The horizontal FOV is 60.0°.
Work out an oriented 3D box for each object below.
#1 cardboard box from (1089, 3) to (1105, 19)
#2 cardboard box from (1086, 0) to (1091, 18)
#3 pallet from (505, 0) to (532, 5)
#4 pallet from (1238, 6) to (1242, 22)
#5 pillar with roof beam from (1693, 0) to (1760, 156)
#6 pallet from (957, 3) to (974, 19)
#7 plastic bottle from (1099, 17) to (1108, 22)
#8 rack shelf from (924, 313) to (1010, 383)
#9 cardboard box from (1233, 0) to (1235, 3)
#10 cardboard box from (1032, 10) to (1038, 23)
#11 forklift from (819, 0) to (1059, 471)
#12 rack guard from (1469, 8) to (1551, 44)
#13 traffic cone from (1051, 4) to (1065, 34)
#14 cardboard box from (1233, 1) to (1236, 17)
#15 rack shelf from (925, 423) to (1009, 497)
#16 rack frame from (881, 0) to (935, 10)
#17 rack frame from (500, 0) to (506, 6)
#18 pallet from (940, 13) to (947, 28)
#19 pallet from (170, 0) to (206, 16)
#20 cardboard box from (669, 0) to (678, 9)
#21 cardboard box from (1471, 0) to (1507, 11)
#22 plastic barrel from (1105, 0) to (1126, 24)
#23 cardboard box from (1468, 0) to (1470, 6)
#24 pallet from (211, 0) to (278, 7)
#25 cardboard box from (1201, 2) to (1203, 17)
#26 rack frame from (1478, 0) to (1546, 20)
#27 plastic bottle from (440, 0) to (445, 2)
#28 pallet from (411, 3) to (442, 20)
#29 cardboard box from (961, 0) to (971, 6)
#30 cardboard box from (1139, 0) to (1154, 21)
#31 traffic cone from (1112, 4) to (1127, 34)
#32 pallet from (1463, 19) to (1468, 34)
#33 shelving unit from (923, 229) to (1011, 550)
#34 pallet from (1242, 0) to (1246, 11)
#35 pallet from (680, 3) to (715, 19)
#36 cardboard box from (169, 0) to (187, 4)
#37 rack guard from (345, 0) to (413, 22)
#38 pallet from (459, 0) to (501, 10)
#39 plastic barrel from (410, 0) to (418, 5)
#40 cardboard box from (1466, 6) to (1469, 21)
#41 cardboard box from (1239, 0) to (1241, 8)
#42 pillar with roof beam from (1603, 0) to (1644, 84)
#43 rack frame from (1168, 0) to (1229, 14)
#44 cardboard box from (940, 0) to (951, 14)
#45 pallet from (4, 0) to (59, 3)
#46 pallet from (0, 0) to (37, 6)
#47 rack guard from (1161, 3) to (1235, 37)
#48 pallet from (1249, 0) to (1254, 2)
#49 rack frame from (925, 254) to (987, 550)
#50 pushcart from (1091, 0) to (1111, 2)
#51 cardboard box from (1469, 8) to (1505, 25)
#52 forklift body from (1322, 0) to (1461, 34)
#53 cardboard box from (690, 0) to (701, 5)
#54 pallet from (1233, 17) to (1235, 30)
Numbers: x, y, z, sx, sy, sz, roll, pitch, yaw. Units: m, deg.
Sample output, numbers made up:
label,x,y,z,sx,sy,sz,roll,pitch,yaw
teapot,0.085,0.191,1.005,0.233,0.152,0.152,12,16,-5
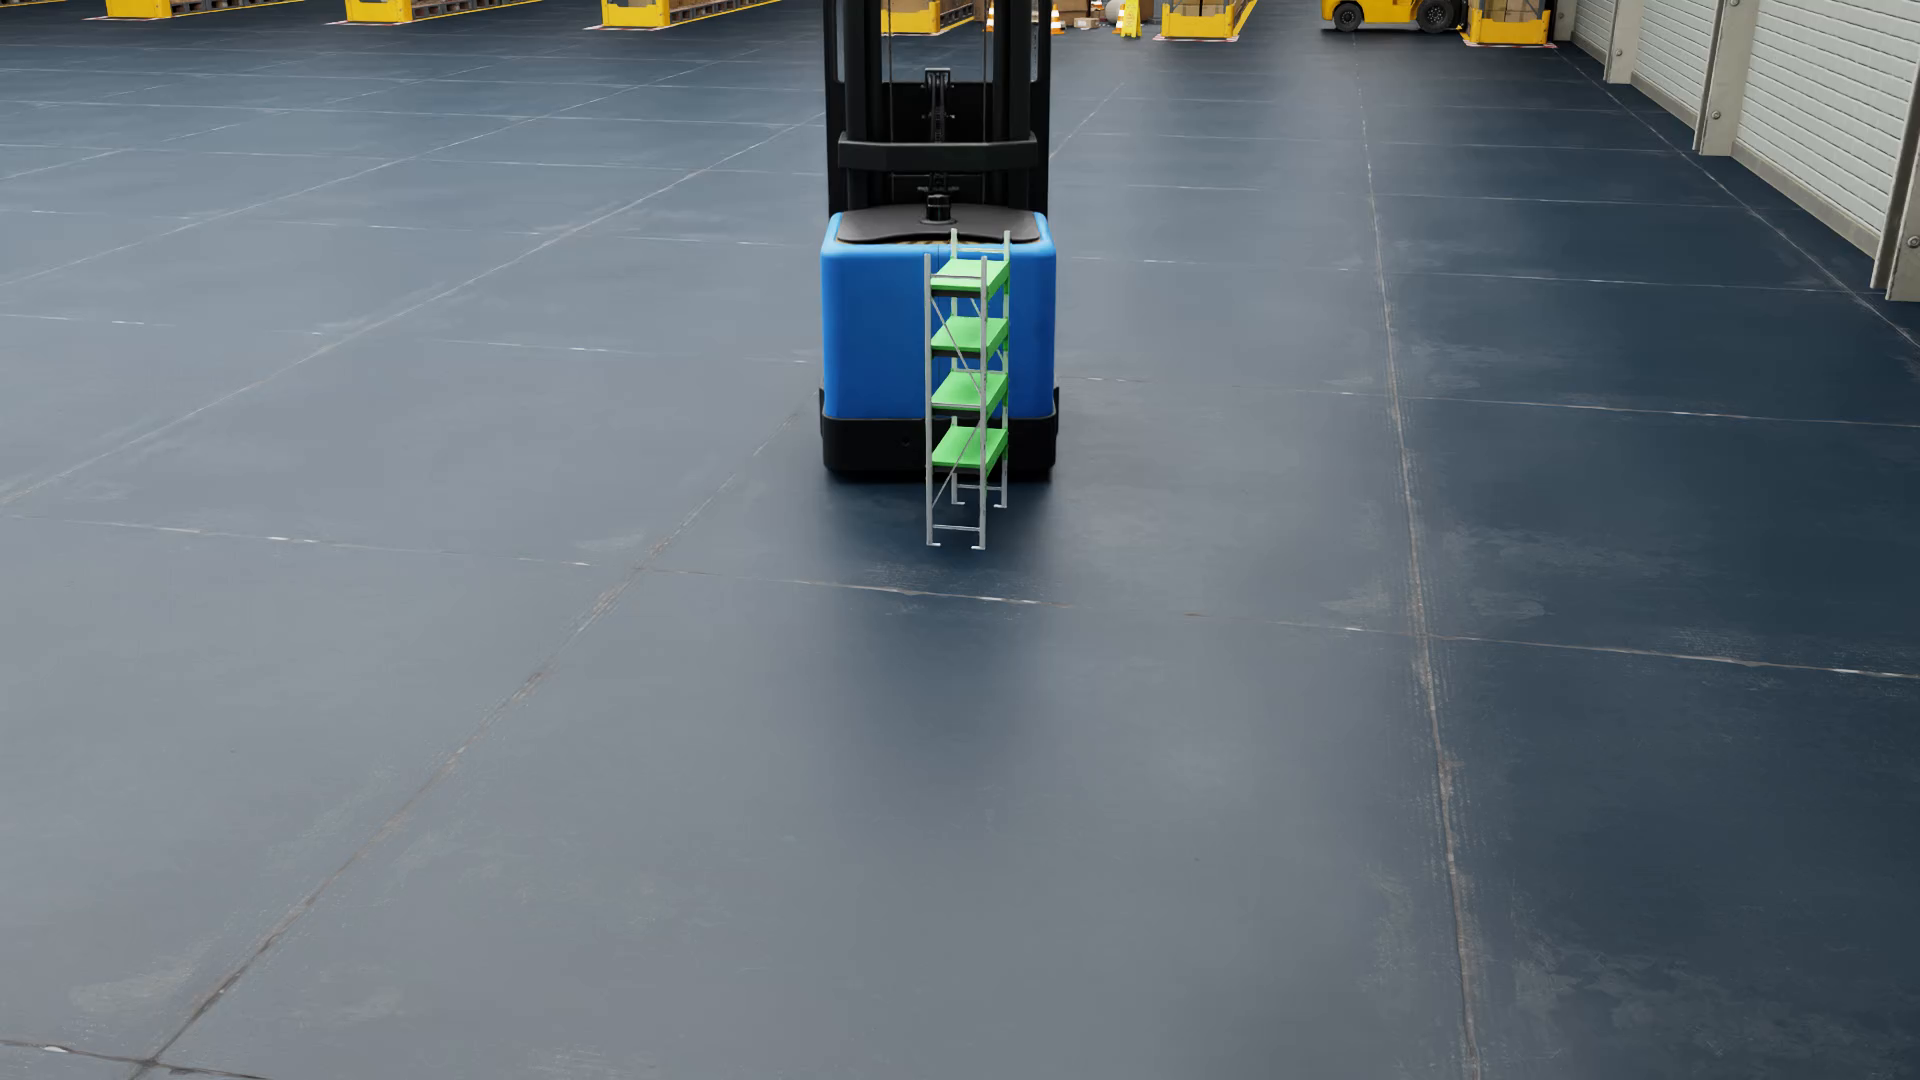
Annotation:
label,x,y,z,sx,sy,sz,roll,pitch,yaw
cardboard box,2.483,-9.825,30.893,0.258,0.266,0.396,-11,25,-26
cardboard box,1.997,-9.847,30.449,0.797,0.637,0.503,4,22,11
pallet,-9.678,-11.357,34.770,1.003,0.211,1.213,4,22,11
pallet,4.648,-9.686,30.620,1.003,0.211,1.213,4,22,11
pillar with roof beam,3.155,-8.296,15.406,9.100,9.000,0.400,4,22,11
pallet,-0.348,-10.002,31.406,1.003,0.211,1.213,4,22,11
plastic bottle,2.651,-9.535,30.448,0.133,0.061,0.283,8,23,20
rack shelf,0.034,-0.780,6.714,0.258,0.148,0.480,4,22,11
cardboard box,4.476,-9.506,28.556,0.500,0.500,0.500,4,22,9
cardboard box,1.336,-9.530,30.162,0.396,0.266,0.258,8,23,20
forklift,-0.112,-2.170,8.319,1.130,2.935,3.031,0,22,-1
rack guard,8.789,-8.219,26.592,1.175,0.500,0.348,4,22,11
traffic cone,1.603,-8.804,28.093,0.336,0.463,0.334,4,22,11
cardboard box,4.481,-9.144,28.661,0.500,0.250,0.500,5,23,13
rack shelf,0.034,-0.335,6.893,0.258,0.148,0.480,4,22,11
rack frame,-0.932,-10.105,27.929,1.000,3.000,0.127,4,22,11
rack frame,-9.800,-12.360,33.529,1.000,3.000,0.127,4,22,11
pallet,-0.846,-9.110,29.190,1.003,0.211,1.213,4,22,11
pallet,-15.350,-10.266,32.061,1.003,0.211,1.213,4,22,11
cardboard box,-5.535,-10.004,30.461,0.500,0.500,0.500,11,24,25
cardboard box,8.587,-8.741,26.990,0.500,0.250,0.500,4,22,10
plastic barrel,2.873,-9.440,29.727,0.421,0.421,0.512,-16,27,-35
cardboard box,8.785,-9.114,27.916,0.500,0.250,0.500,4,22,10
pallet,-14.852,-11.158,34.277,1.003,0.211,1.213,4,22,11
cardboard box,3.949,-9.189,28.772,0.500,0.250,0.500,5,22,11
rack frame,8.794,-9.387,26.147,1.000,3.000,0.127,4,22,11
plastic bottle,-9.941,-10.475,31.912,0.097,0.271,0.097,0,22,0
pallet,-10.476,-9.932,31.232,1.003,0.211,1.213,4,22,11
cardboard box,-0.313,-10.552,31.321,0.875,0.875,0.875,5,22,12
cardboard box,3.200,-9.781,30.467,0.500,0.500,0.500,-16,27,-35
traffic cone,2.759,-8.843,28.192,0.336,0.463,0.334,4,22,11
pallet,9.160,-8.822,28.475,1.003,0.211,1.213,4,22,11
shelving unit,0.034,-0.617,6.780,0.258,1.200,0.503,4,22,11
pallet,5.154,-10.666,33.055,1.003,0.211,1.213,4,22,11
pallet,-5.300,-9.993,31.385,1.003,0.211,1.213,4,22,11
cardboard box,-15.137,-10.375,31.718,0.500,0.250,0.500,4,22,11
rack guard,-10.647,-9.769,30.441,1.175,0.500,0.348,4,22,11
pallet,-9.978,-10.824,33.448,1.003,0.211,1.213,4,22,11
plastic barrel,-10.454,-10.368,31.350,0.421,0.512,0.421,0,22,0
cardboard box,8.802,-8.866,27.971,0.500,0.250,0.500,5,22,11
cardboard box,4.893,-9.910,30.563,0.500,0.250,0.500,5,23,13
pillar with roof beam,4.380,-10.490,20.854,9.100,9.000,0.400,4,22,11
rack frame,3.934,-9.764,27.083,1.000,3.000,0.127,4,22,11
cardboard box,-0.681,-9.889,29.675,0.875,0.875,0.875,4,22,10
pallet,-19.601,-11.574,35.308,1.003,0.211,1.213,4,22,11
pallet,-19.848,-11.126,34.197,1.003,0.211,1.213,4,22,11
rack guard,3.950,-8.633,27.619,1.175,0.500,0.348,4,22,11
pallet,5.801,-11.679,35.571,1.003,0.211,1.213,4,22,11
rack frame,-0.016,-0.528,6.558,0.240,1.200,0.015,4,22,11
pushcart,2.508,-10.166,31.592,1.648,0.377,0.936,-3,22,-8
cardboard box,8.581,-8.503,27.069,0.500,0.250,0.500,5,22,11
forklift body,7.395,-9.826,28.373,2.313,2.155,1.214,4,22,11
cardboard box,-5.231,-10.432,31.524,0.500,0.500,0.500,2,22,6
pallet,4.150,-8.793,28.404,1.003,0.211,1.213,4,22,11
